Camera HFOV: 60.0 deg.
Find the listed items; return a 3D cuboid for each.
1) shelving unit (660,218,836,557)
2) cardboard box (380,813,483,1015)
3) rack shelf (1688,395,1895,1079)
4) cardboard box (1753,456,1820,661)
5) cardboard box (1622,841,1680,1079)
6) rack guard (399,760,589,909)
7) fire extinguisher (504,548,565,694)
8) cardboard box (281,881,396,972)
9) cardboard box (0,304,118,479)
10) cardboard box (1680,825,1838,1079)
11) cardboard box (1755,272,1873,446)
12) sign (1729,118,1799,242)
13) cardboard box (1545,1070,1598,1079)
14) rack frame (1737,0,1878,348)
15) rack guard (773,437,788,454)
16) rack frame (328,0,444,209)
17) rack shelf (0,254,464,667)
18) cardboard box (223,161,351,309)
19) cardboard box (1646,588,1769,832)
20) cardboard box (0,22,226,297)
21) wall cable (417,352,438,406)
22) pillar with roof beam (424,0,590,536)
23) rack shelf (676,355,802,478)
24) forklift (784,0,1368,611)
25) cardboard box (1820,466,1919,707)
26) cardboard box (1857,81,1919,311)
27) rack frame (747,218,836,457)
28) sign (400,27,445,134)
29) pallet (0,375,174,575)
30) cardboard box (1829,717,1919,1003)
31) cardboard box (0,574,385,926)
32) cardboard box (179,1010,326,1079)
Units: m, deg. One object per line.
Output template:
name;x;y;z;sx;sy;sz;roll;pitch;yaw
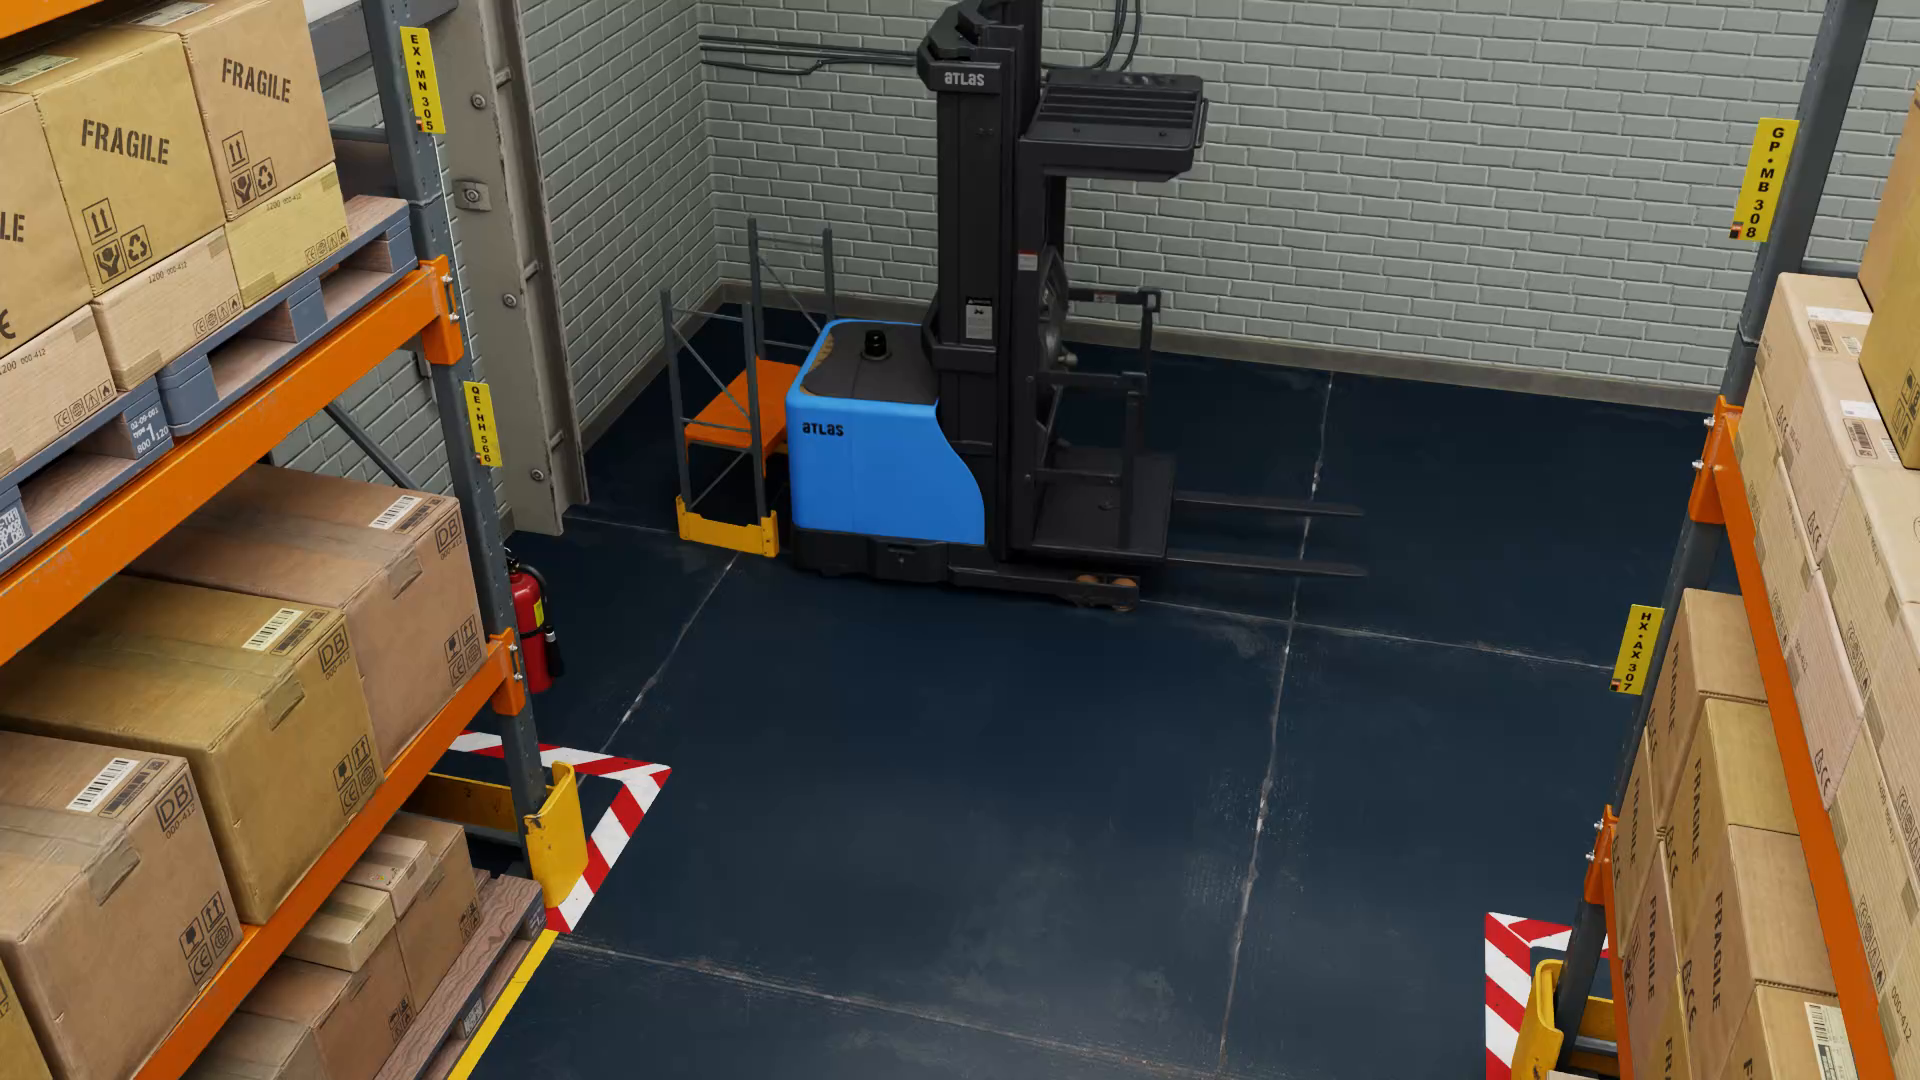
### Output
shelving unit;-1.113;-0.862;9.209;0.587;1.500;1.083;11;34;16
cardboard box;-2.265;1.361;6.252;0.700;0.500;0.500;8;33;12
rack shelf;2.101;0.855;2.984;1.077;0.370;4.000;8;33;12
cardboard box;2.093;0.066;3.694;0.500;0.250;0.500;8;33;12
cardboard box;2.115;1.200;4.474;0.500;0.500;0.500;8;33;12
rack guard;-2.178;1.149;6.977;1.175;0.500;0.348;8;33;12
fire extinguisher;-1.699;0.281;6.431;0.296;0.674;0.183;8;33;12
cardboard box;-2.185;1.312;5.725;0.380;0.149;0.250;9;34;14
cardboard box;-2.371;-0.358;3.877;0.500;0.250;0.500;7;33;11
cardboard box;1.984;1.041;3.792;0.500;0.500;0.500;8;33;13
cardboard box;2.226;-0.403;3.966;0.500;0.250;0.500;8;33;12
sign;2.084;-0.929;4.305;0.100;0.325;0.005;8;33;12
cardboard box;2.170;1.967;5.607;0.380;0.149;0.250;8;33;12
rack frame;2.608;-1.753;3.619;1.000;3.000;0.127;8;33;12
rack guard;-0.947;-0.587;9.940;0.587;0.250;0.087;11;34;16
rack frame;-2.184;-2.425;4.677;1.000;3.000;0.127;8;33;12
rack shelf;-2.692;0.182;4.042;1.077;0.370;4.000;8;33;12
cardboard box;-2.113;-0.899;4.728;0.500;0.250;0.500;9;34;14
cardboard box;2.241;0.509;4.628;0.500;0.500;0.500;9;34;14
cardboard box;-2.243;-0.957;4.119;0.500;0.500;0.500;9;34;14
wall cable;-2.774;-1.115;7.262;0.084;1.984;1.851;8;33;12
pillar with roof beam;1.829;-3.358;6.144;9.100;9.000;0.400;8;33;12
rack shelf;-1.116;-0.706;9.298;0.538;0.185;1.000;11;34;16
forklift;0.658;-1.178;8.370;3.031;2.935;1.130;5;33;8
cardboard box;1.972;0.116;3.150;0.500;0.250;0.500;8;33;12
cardboard box;2.494;-0.682;3.706;0.700;0.500;0.500;8;33;12
rack frame;-0.946;-1.115;9.606;0.500;1.500;0.032;11;34;16
sign;-1.663;-1.418;5.138;0.100;0.325;0.005;8;33;12
pallet;-2.670;-0.100;3.899;1.003;0.211;1.213;8;33;12
cardboard box;1.847;0.586;2.876;0.500;0.250;0.500;8;33;12
cardboard box;-2.478;0.625;5.191;0.980;0.700;0.700;8;33;12
cardboard box;-2.519;1.882;5.432;0.700;0.500;0.500;7;33;11
